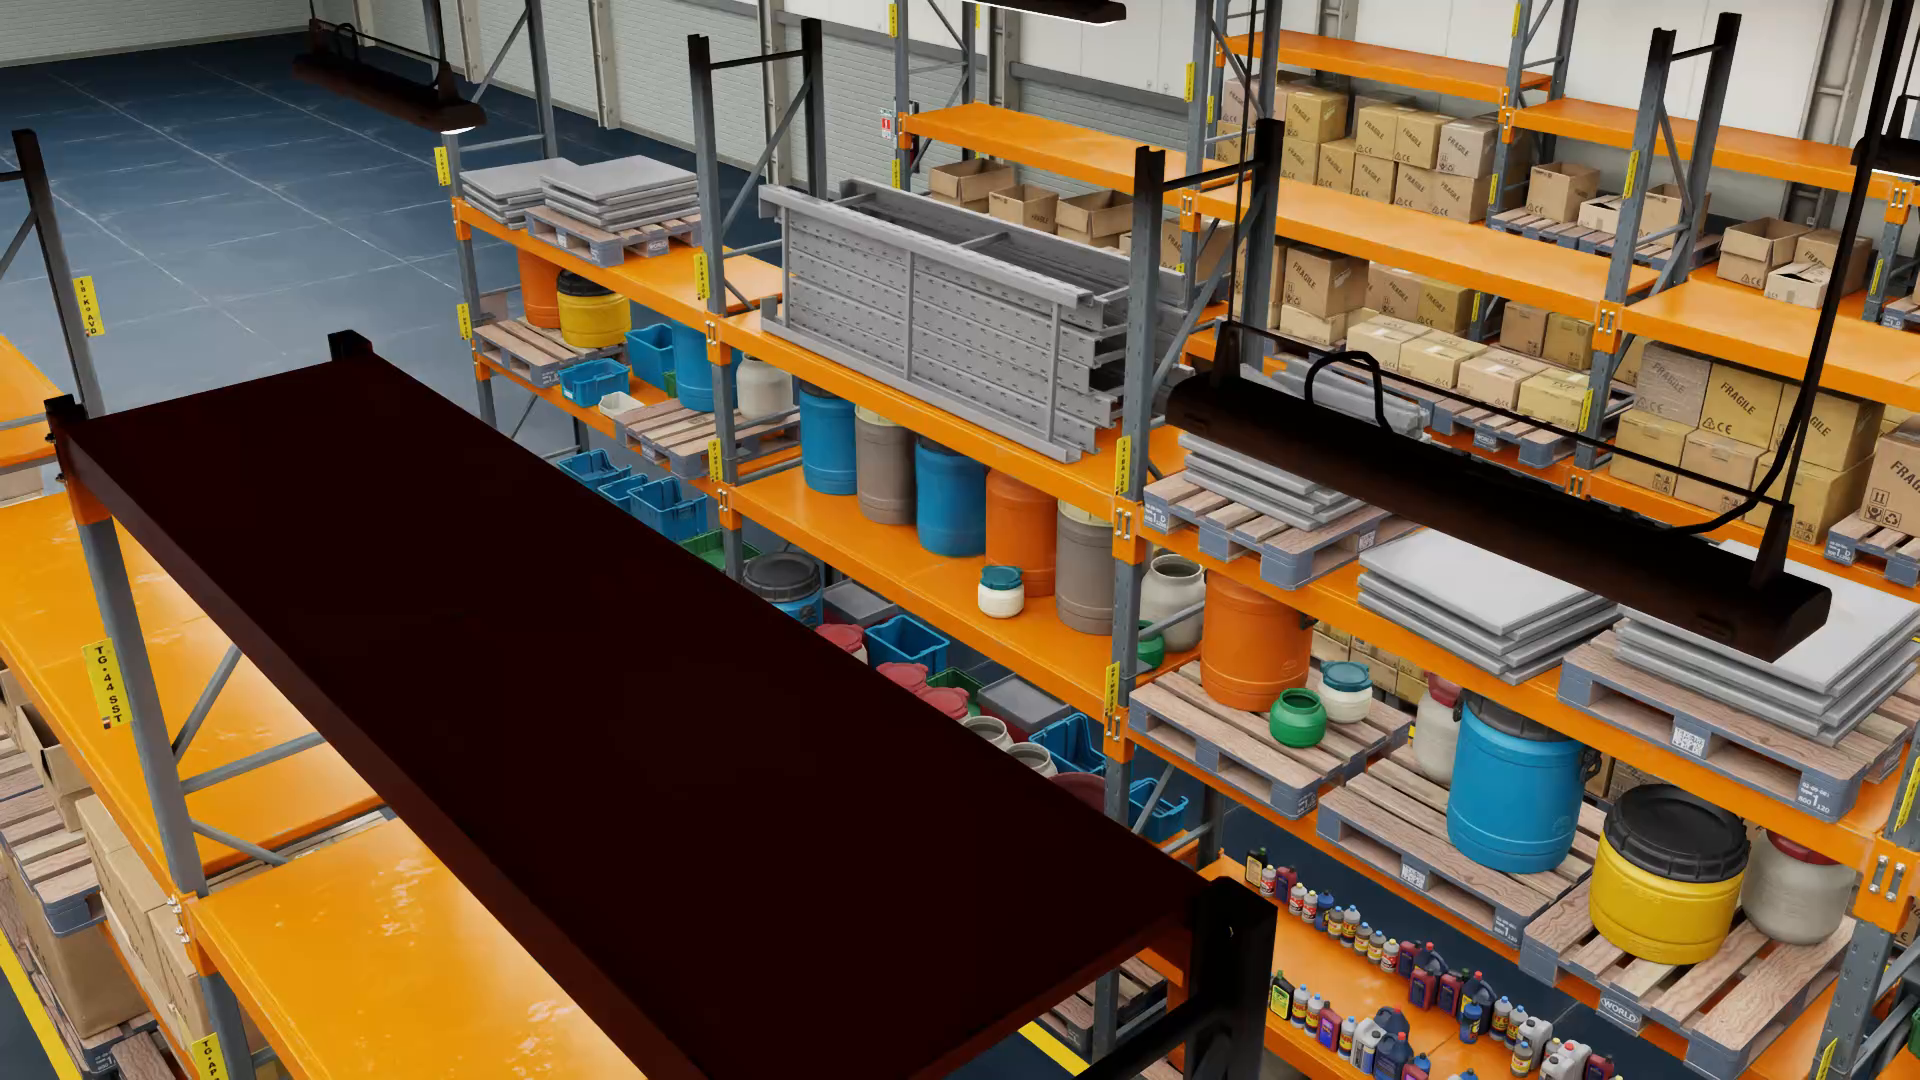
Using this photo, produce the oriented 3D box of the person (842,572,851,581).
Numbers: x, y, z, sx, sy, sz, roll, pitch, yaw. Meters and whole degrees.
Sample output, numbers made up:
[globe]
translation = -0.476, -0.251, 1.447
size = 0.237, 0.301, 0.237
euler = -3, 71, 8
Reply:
[person]
translation = -1.007, 0.062, 15.572
size = 0.751, 1.630, 0.466
euler = 7, 28, 14
